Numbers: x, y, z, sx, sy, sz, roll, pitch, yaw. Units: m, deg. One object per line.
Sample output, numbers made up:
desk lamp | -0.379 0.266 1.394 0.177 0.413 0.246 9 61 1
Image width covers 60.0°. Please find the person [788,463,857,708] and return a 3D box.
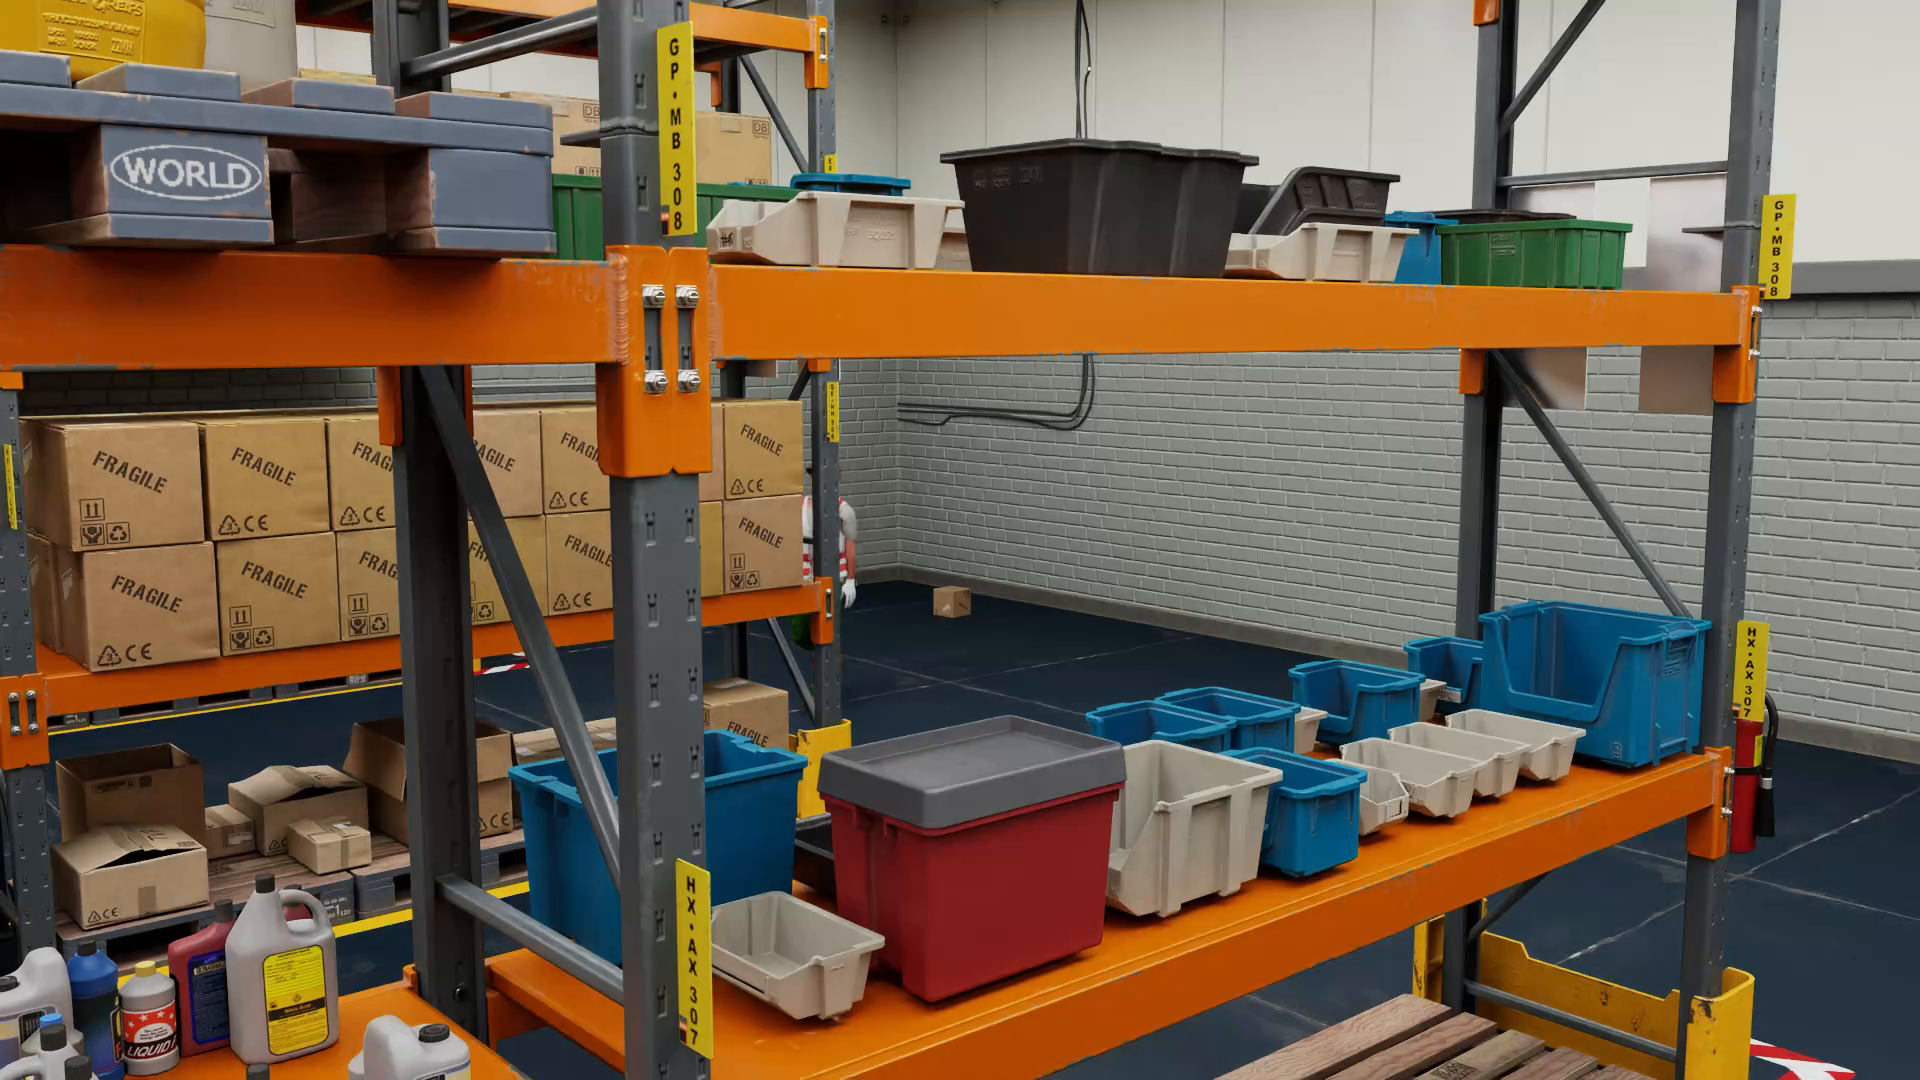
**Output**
person | -0.997 0.290 11.880 0.537 1.768 0.815 3 8 20
